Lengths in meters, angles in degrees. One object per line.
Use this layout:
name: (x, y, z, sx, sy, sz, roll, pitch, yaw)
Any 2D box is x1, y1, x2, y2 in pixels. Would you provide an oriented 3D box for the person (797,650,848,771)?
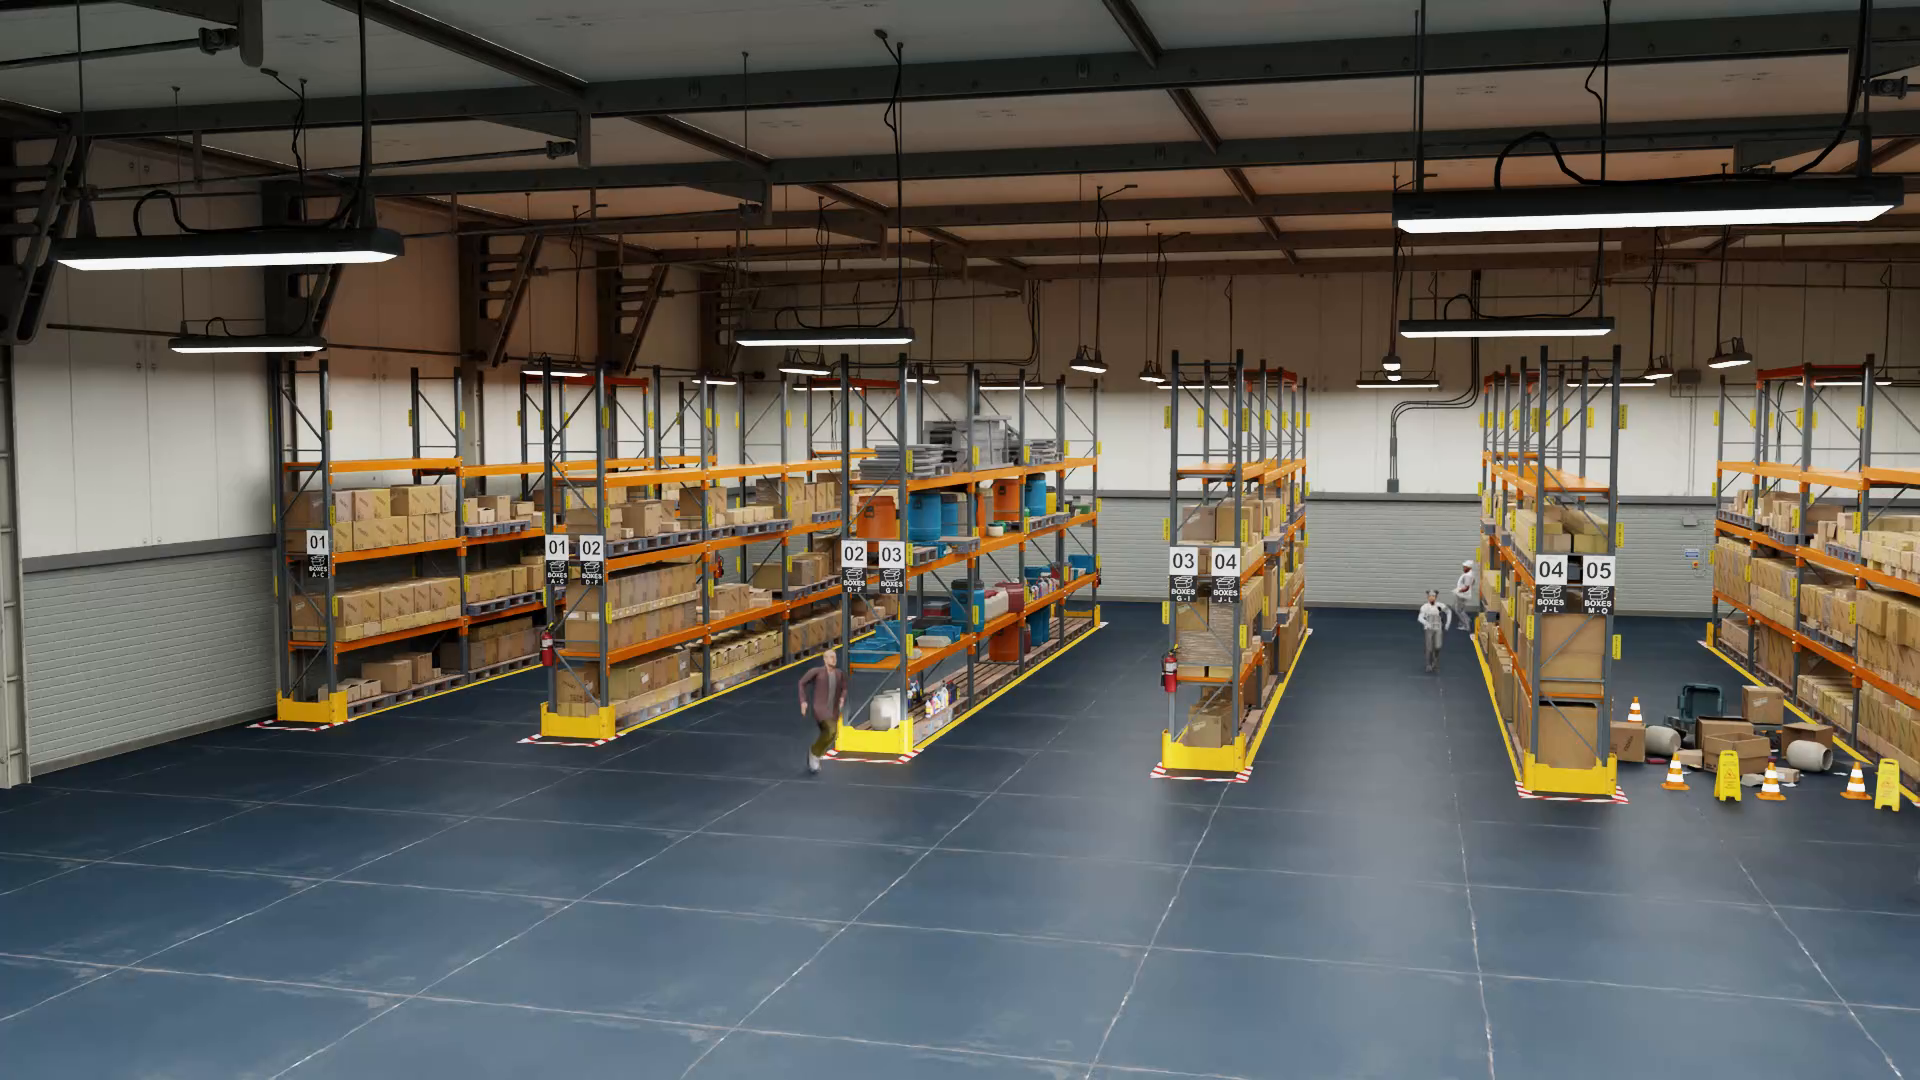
person: (-1.875, 2.432, 23.698, 0.707, 1.706, 0.645, -3, 5, -39)

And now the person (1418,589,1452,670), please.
person: (9.425, 1.793, 33.026, 0.634, 1.651, 0.728, 1, 4, 18)

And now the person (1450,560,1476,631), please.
person: (11.888, 1.311, 39.402, 0.555, 1.702, 0.778, 2, 5, 25)
